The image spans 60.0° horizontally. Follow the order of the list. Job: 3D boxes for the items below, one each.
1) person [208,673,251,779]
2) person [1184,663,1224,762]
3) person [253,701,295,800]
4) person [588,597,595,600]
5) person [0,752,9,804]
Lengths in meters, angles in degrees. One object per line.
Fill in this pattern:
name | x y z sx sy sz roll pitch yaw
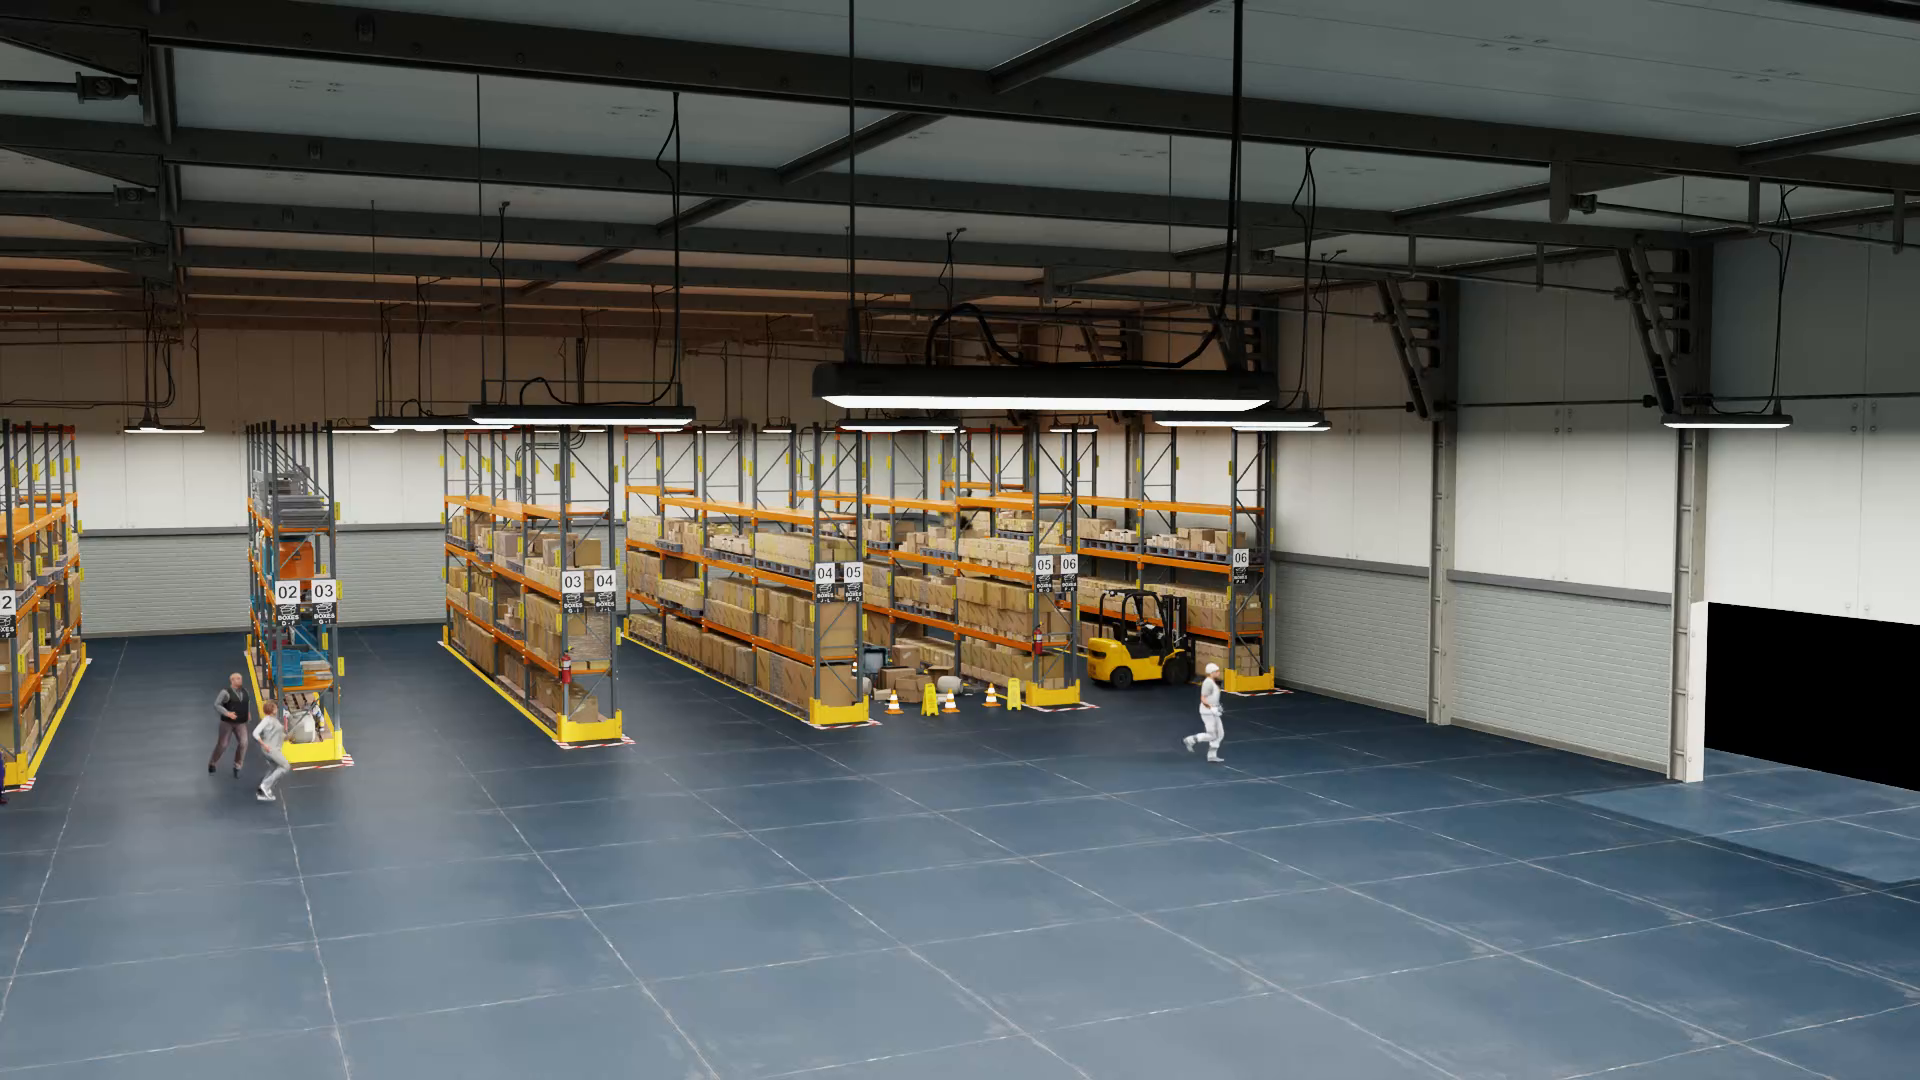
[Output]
person | -12.266 3.126 28.100 0.753 1.748 0.734 3 5 39
person | 4.309 3.030 29.232 0.711 1.738 0.646 1 4 19
person | -10.731 3.299 26.038 0.596 1.562 0.515 -1 4 -8
person | -9.940 2.051 45.376 0.563 1.699 0.839 -1 4 -14
person | -15.227 3.298 25.889 0.781 1.658 0.610 1 4 11
